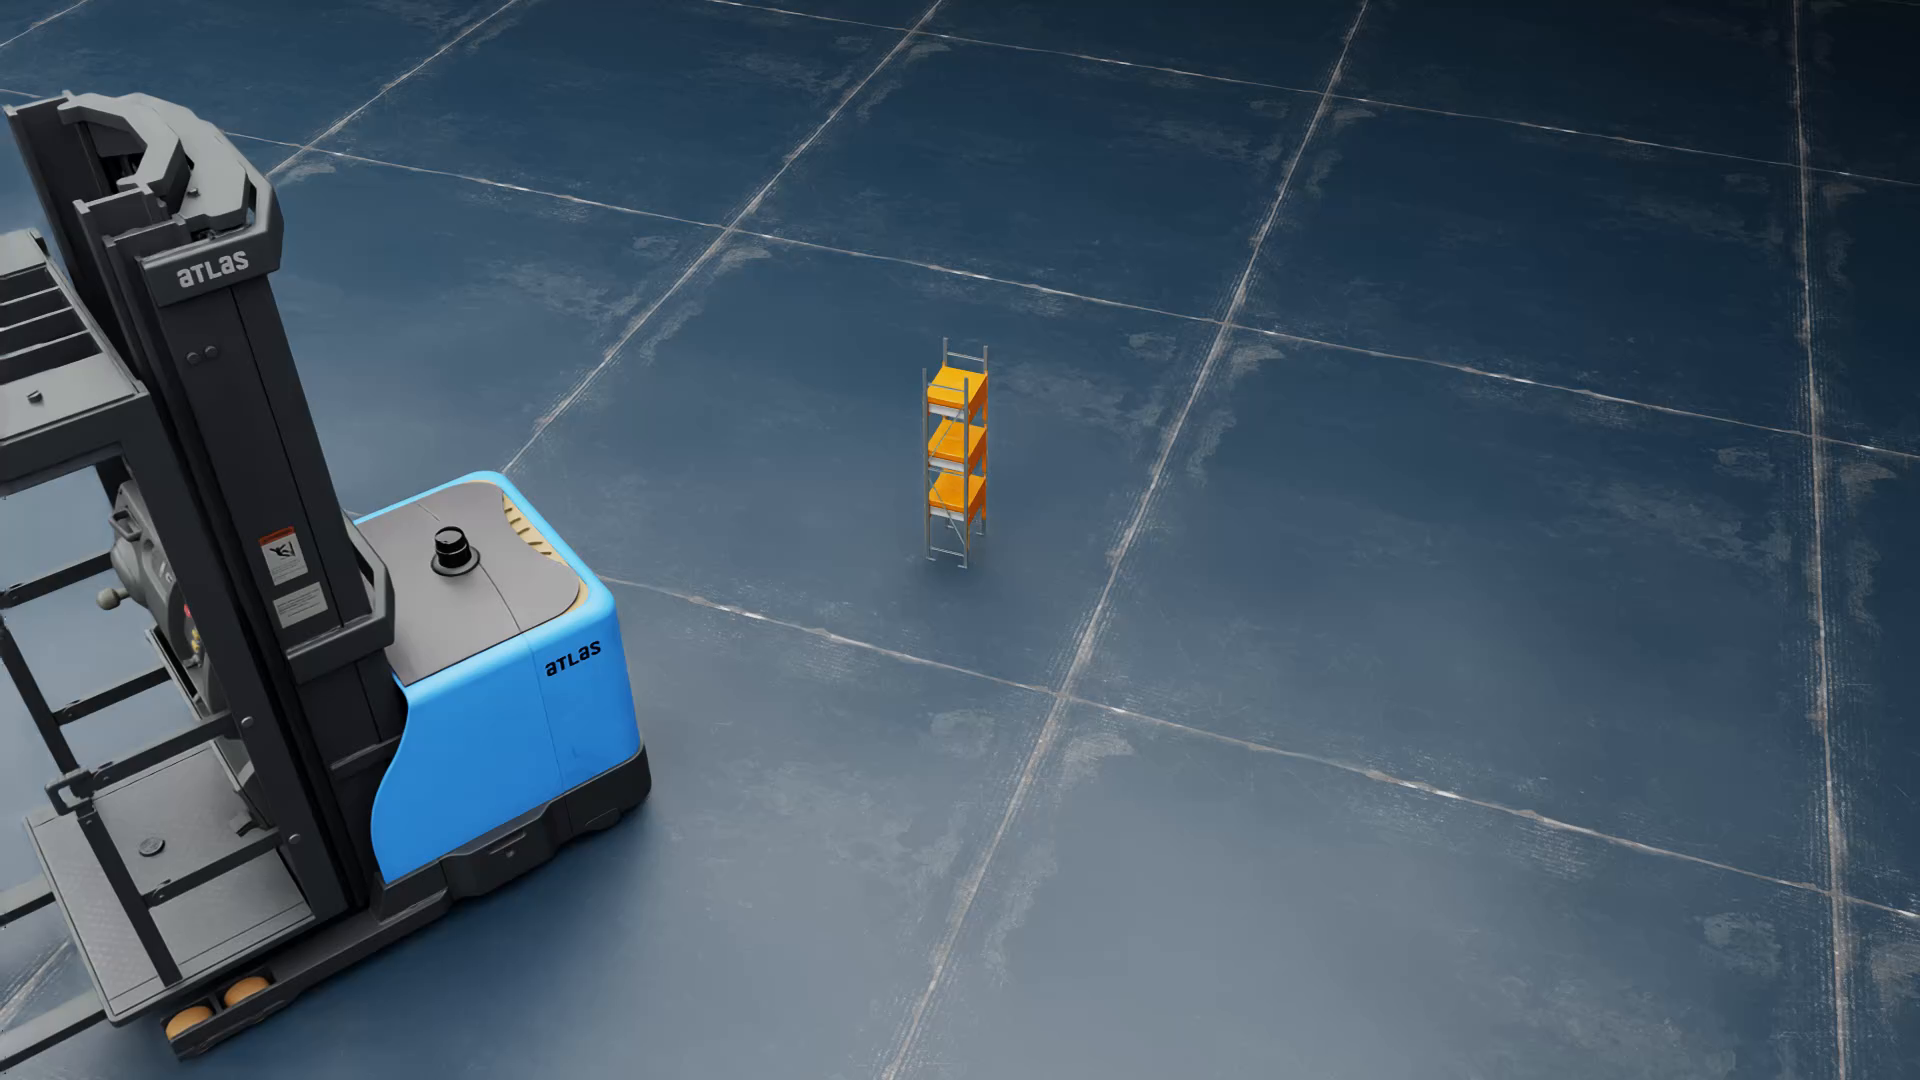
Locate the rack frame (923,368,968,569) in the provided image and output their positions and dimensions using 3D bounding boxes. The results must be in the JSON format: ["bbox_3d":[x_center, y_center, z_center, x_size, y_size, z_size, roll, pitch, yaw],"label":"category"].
[{"bbox_3d":[-0.060,-0.292,7.237,0.200,1.050,0.008,13,42,15],"label":"rack frame"}]

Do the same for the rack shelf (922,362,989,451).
[{"bbox_3d":[-0.018,-0.575,7.147,0.215,0.259,0.240,13,42,15],"label":"rack shelf"}]

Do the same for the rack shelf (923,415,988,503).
[{"bbox_3d":[-0.018,-0.359,7.331,0.215,0.259,0.240,13,42,15],"label":"rack shelf"}]

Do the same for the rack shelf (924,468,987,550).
[{"bbox_3d":[-0.018,-0.147,7.512,0.215,0.259,0.240,13,42,15],"label":"rack shelf"}]

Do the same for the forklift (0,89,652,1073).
[{"bbox_3d":[-2.677,0.242,5.161,3.031,2.935,1.130,-27,47,-28],"label":"forklift"}]

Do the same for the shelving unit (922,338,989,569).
[{"bbox_3d":[-0.018,-0.367,7.325,0.215,1.050,0.252,13,42,15],"label":"shelving unit"}]

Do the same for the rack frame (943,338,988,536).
[{"bbox_3d":[0.023,-0.441,7.412,0.200,1.050,0.008,13,42,15],"label":"rack frame"}]
